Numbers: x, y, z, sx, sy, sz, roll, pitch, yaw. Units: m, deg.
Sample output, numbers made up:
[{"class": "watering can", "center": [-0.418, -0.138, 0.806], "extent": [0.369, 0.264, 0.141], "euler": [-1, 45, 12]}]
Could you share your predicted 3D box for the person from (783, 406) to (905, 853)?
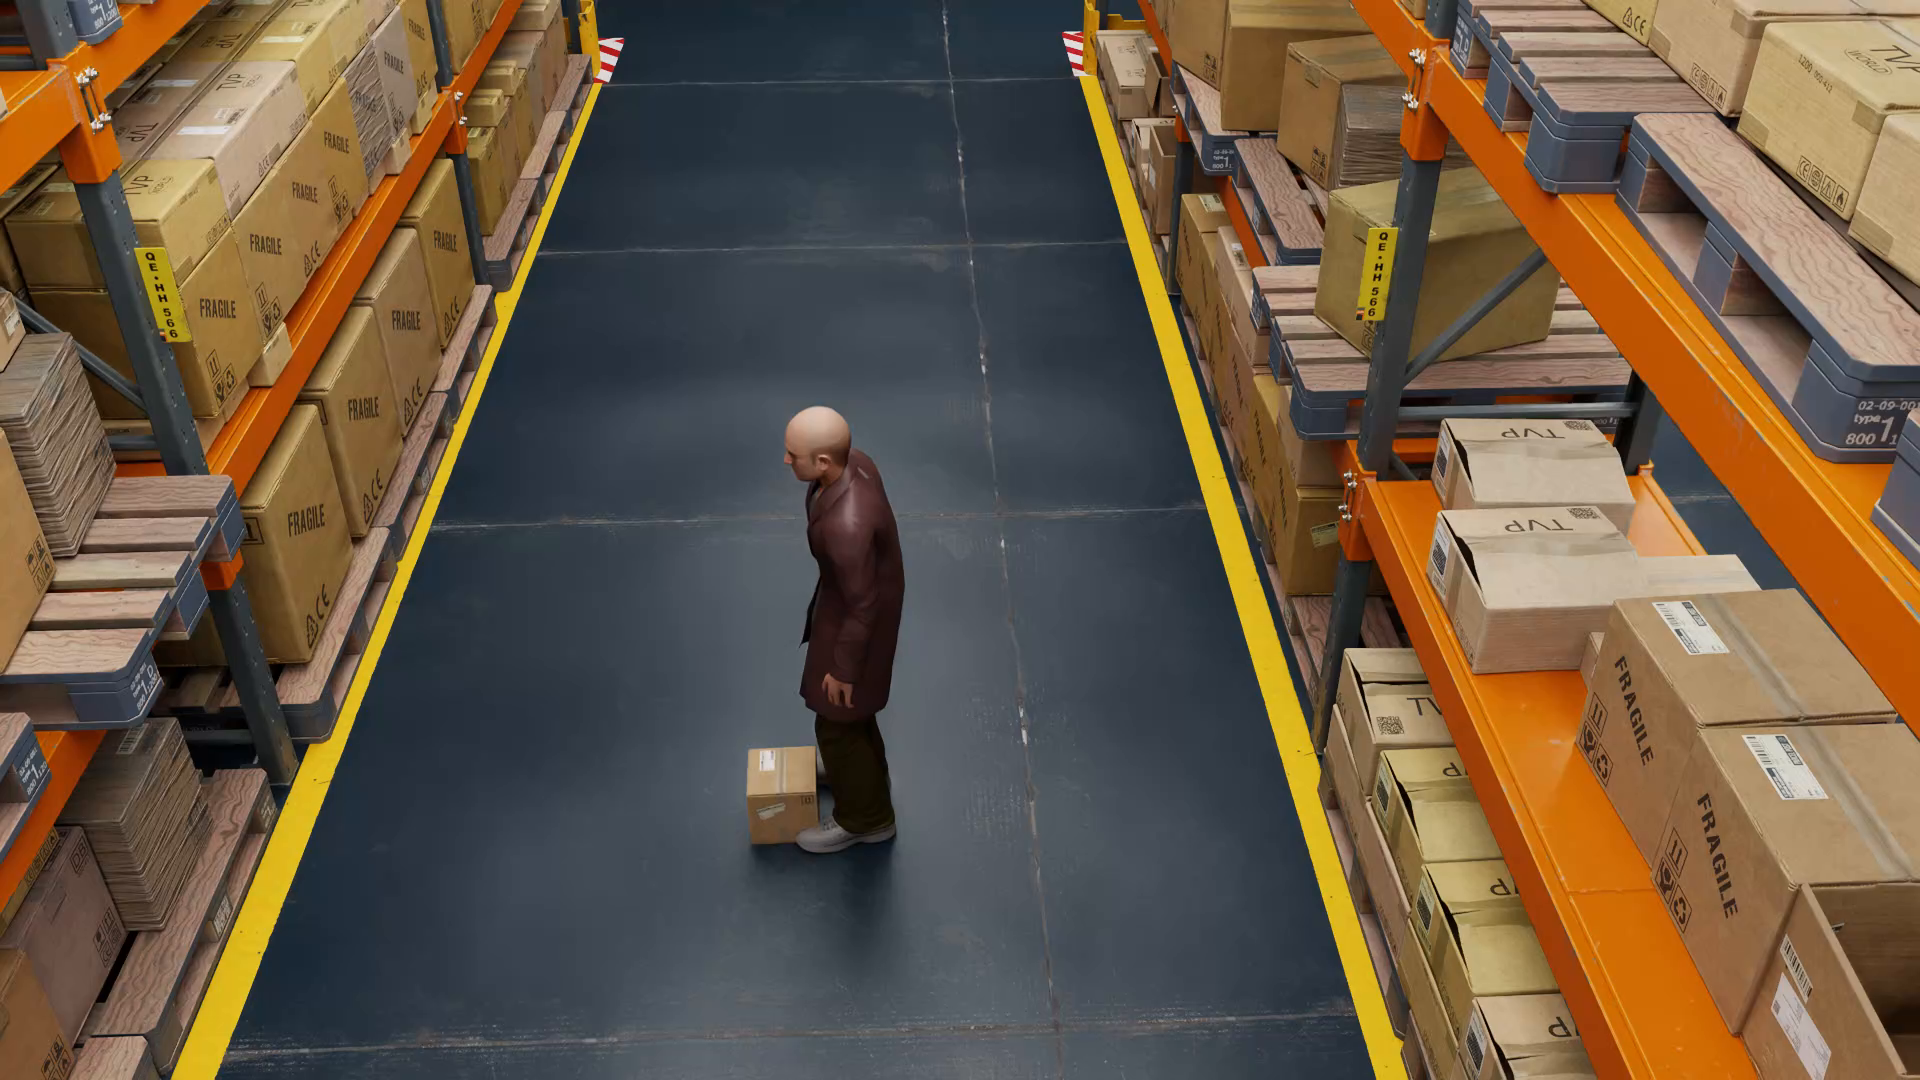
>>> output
[{"class": "person", "center": [-0.401, 0.306, 5.718], "extent": [0.427, 1.772, 0.635], "euler": [-3, 35, -4]}]
